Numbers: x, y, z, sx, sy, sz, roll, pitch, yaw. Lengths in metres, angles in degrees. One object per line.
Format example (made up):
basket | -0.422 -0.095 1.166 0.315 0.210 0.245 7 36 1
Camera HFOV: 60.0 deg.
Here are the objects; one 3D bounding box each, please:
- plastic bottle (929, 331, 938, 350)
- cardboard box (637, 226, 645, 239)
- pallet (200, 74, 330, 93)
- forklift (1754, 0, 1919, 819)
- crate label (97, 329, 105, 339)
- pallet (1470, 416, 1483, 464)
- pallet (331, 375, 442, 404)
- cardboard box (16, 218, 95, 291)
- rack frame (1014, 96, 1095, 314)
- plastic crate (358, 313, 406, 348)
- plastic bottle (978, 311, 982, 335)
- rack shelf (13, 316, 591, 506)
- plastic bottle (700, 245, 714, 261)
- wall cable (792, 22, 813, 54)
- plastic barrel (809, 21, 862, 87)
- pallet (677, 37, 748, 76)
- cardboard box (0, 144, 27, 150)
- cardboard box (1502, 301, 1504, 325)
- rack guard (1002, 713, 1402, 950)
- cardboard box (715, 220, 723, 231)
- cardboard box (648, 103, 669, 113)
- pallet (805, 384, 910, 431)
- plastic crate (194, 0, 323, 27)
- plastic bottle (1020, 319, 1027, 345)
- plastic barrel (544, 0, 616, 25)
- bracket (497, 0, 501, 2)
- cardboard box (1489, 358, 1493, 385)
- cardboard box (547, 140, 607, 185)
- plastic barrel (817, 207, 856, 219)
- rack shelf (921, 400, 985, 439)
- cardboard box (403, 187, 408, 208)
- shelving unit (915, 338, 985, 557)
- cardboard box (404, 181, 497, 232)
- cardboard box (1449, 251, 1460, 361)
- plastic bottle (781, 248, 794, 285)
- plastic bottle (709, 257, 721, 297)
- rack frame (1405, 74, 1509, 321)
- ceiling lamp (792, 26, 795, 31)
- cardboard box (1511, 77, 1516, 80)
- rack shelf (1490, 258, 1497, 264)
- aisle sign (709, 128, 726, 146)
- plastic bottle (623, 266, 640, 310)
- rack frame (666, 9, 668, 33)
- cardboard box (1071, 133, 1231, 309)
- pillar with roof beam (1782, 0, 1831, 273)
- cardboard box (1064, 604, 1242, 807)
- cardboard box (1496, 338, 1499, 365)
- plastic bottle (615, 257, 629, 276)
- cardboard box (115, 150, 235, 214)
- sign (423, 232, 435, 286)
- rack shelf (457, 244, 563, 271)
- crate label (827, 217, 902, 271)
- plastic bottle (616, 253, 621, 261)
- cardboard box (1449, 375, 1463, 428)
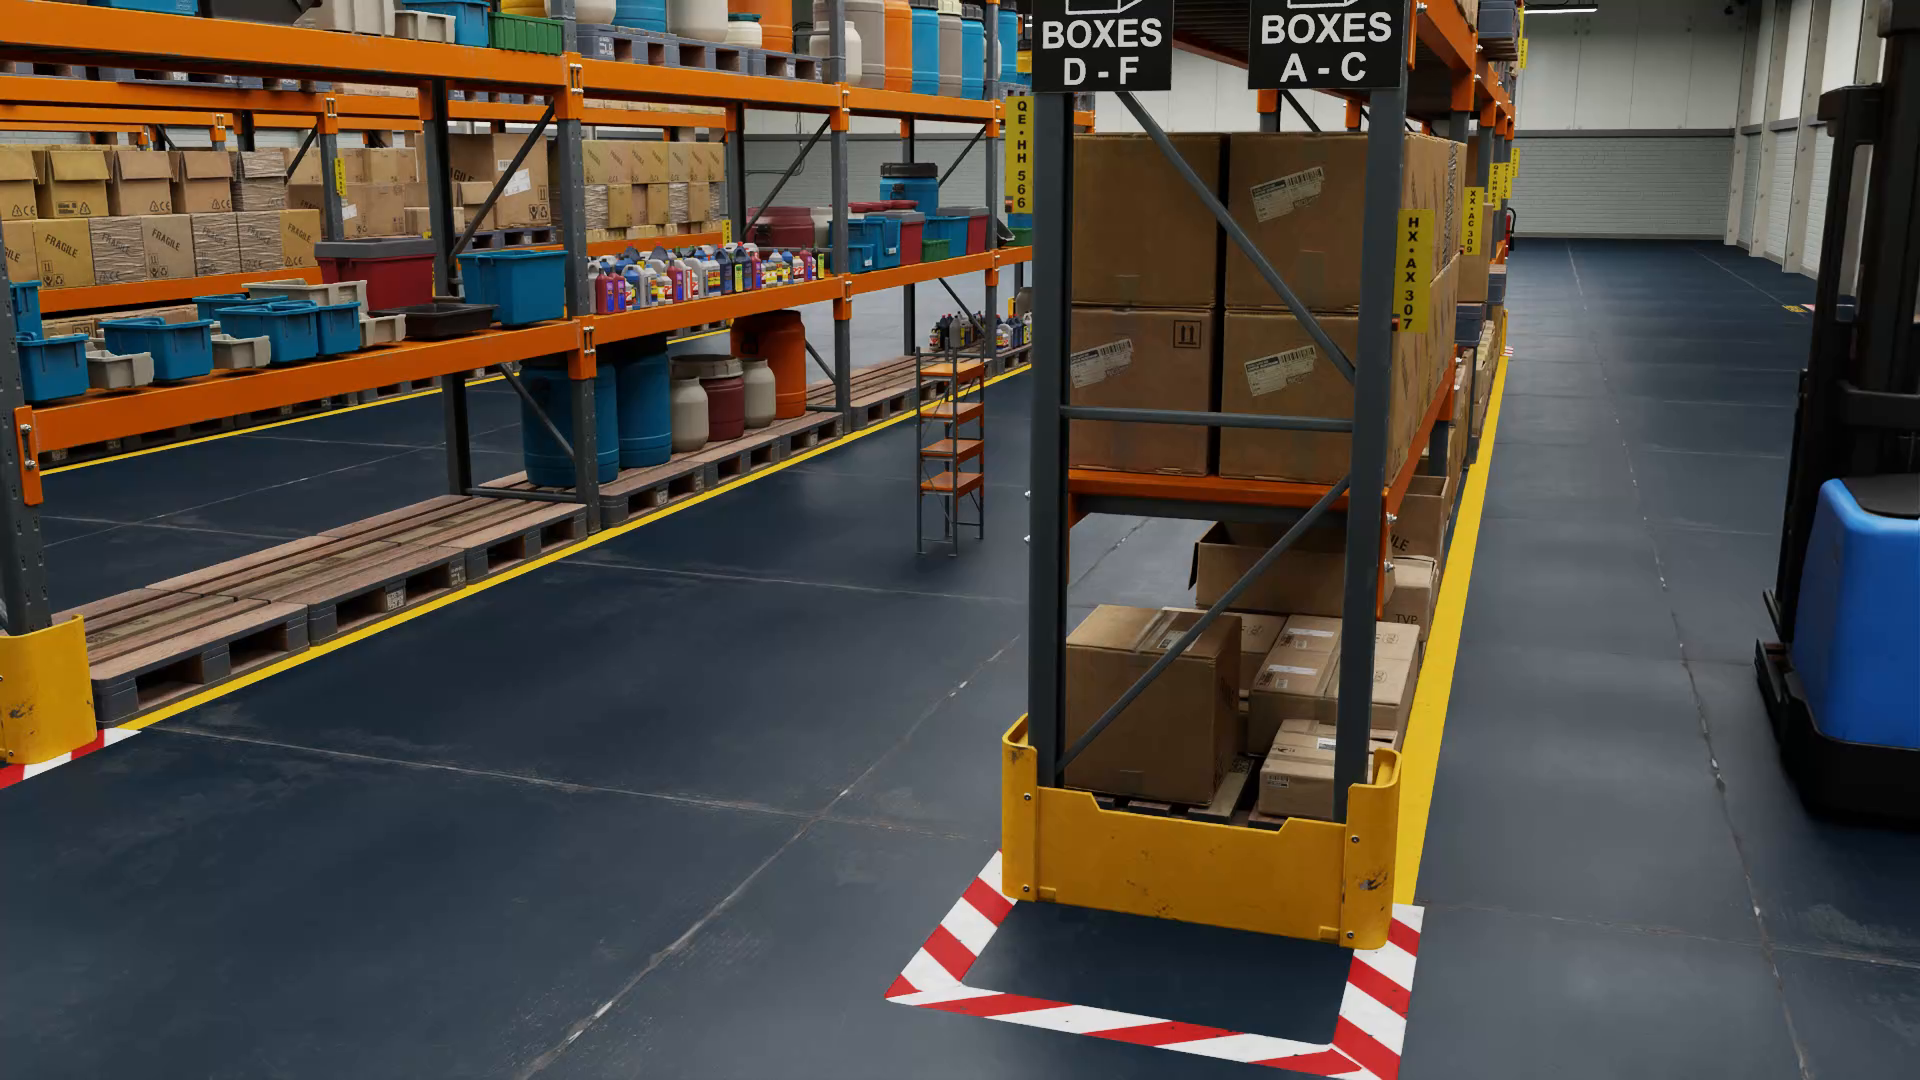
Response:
plastic bottle | -0.284 -2.170 18.052 0.097 0.201 0.097 0 13 0
cardboard box | -4.058 -3.743 20.212 0.380 0.149 0.250 4 14 18
pallet | -6.246 -3.966 14.306 1.213 0.211 1.003 5 14 21
forklift | 3.935 -0.724 6.572 1.130 2.935 3.031 5 14 20
crate label | -3.722 -0.900 7.647 0.396 0.136 0.243 4 14 18
pallet | 3.588 -0.832 13.159 1.003 0.211 1.213 4 14 18
pallet | -5.833 -1.540 16.260 1.003 0.211 1.213 4 14 18
cardboard box | -6.835 -2.126 12.338 0.500 0.500 0.500 4 14 18
rack frame | 1.187 -4.063 21.047 1.000 3.000 0.127 4 14 18
plastic crate | -2.974 -1.049 8.299 0.293 0.136 0.466 4 14 18
plastic bottle | 0.215 -2.547 19.523 0.061 0.283 0.133 5 14 19
rack shelf | -3.342 -0.764 8.212 1.077 0.370 4.000 4 14 18
plastic bottle | -1.997 -2.153 12.957 0.152 0.276 0.135 4 14 18
wall cable | -4.181 -15.928 55.177 3.097 2.526 0.112 4 14 18
plastic barrel | -1.011 -3.939 13.511 0.421 0.512 0.421 0 13 0
pallet | -2.170 -3.318 11.465 1.003 0.211 1.213 4 14 18
cardboard box | -13.449 -5.259 23.146 0.700 0.500 0.500 4 13 17
cardboard box | 5.671 -2.589 18.141 0.500 0.500 0.500 4 14 18
rack guard | 0.721 0.866 5.069 1.175 0.500 0.348 4 14 18
cardboard box | -3.396 -4.222 22.309 0.380 0.149 0.250 4 14 18
cardboard box | -3.905 -5.370 20.370 0.500 0.250 0.500 4 13 17
pallet | -1.114 -1.179 14.680 1.003 0.211 1.213 4 14 18
plastic crate | -3.235 -2.428 7.283 0.504 0.338 0.767 4 14 18
plastic bottle | 0.701 -2.322 18.537 0.061 0.283 0.133 5 14 21
plastic barrel | -2.288 -3.362 9.988 0.433 0.535 0.433 0 13 0
bracket | -11.519 -14.485 45.140 0.076 0.066 4.783 4 14 18
cardboard box | 4.719 -1.619 15.576 0.500 0.250 0.500 4 14 18
cardboard box | -4.407 -4.335 19.099 0.500 0.500 0.500 4 14 18
plastic barrel | -1.134 -2.753 15.060 0.421 0.512 0.421 0 13 0
rack shelf | -0.054 -0.703 9.667 0.258 0.148 0.480 4 14 18
cardboard box | -8.237 -4.789 23.894 0.875 0.550 0.550 4 14 18
shelving unit | -0.054 -0.550 9.702 0.258 1.200 0.503 4 14 18
cardboard box | -5.267 -3.461 17.233 0.797 0.503 0.637 6 14 24
cardboard box | 2.072 -1.104 7.858 0.500 0.500 0.500 5 14 19
plastic bottle | -1.321 -2.087 12.680 0.097 0.271 0.097 0 13 0
plastic bottle | -1.715 -1.830 11.554 0.097 0.271 0.097 0 13 0
rack frame | 4.579 -2.863 15.791 1.000 3.000 0.127 4 14 18
ceiling lamp | -5.702 -16.339 48.234 2.000 3.185 0.800 4 14 18
cardboard box | 5.750 -5.106 17.956 0.500 0.250 0.500 4 14 18
rack shelf | 3.932 -2.091 14.026 1.077 0.370 4.000 4 14 18
aisle sign | -3.195 -5.678 22.283 0.394 0.787 0.004 4 14 18
plastic bottle | -2.078 -1.594 10.520 0.097 0.271 0.097 0 13 0
rack frame | -3.499 -7.344 21.942 1.000 3.000 0.127 4 14 18
cardboard box | 0.580 -0.986 5.096 0.500 0.500 0.500 4 14 18
pillar with roof beam | 12.904 -10.164 34.298 9.100 9.000 0.400 4 14 18
cardboard box | 0.639 0.535 5.530 0.500 0.500 0.500 4 14 18
cardboard box | 5.182 -1.908 16.842 0.500 0.250 0.500 4 14 18
plastic bottle | -2.350 -1.835 11.575 0.097 0.271 0.097 0 13 0
cardboard box | -6.553 -2.983 13.837 0.797 0.503 0.637 5 14 20
sign | -3.215 -1.711 10.122 0.100 0.325 0.005 4 14 18
rack shelf | -5.440 -2.805 17.154 1.077 0.370 4.000 4 14 18
crate label | -0.824 -2.585 14.494 0.502 0.435 0.616 4 14 18
plastic bottle | -2.442 -1.898 11.824 0.061 0.283 0.133 4 14 18
cardboard box | 2.701 -0.835 9.849 0.500 0.250 0.500 4 14 19
